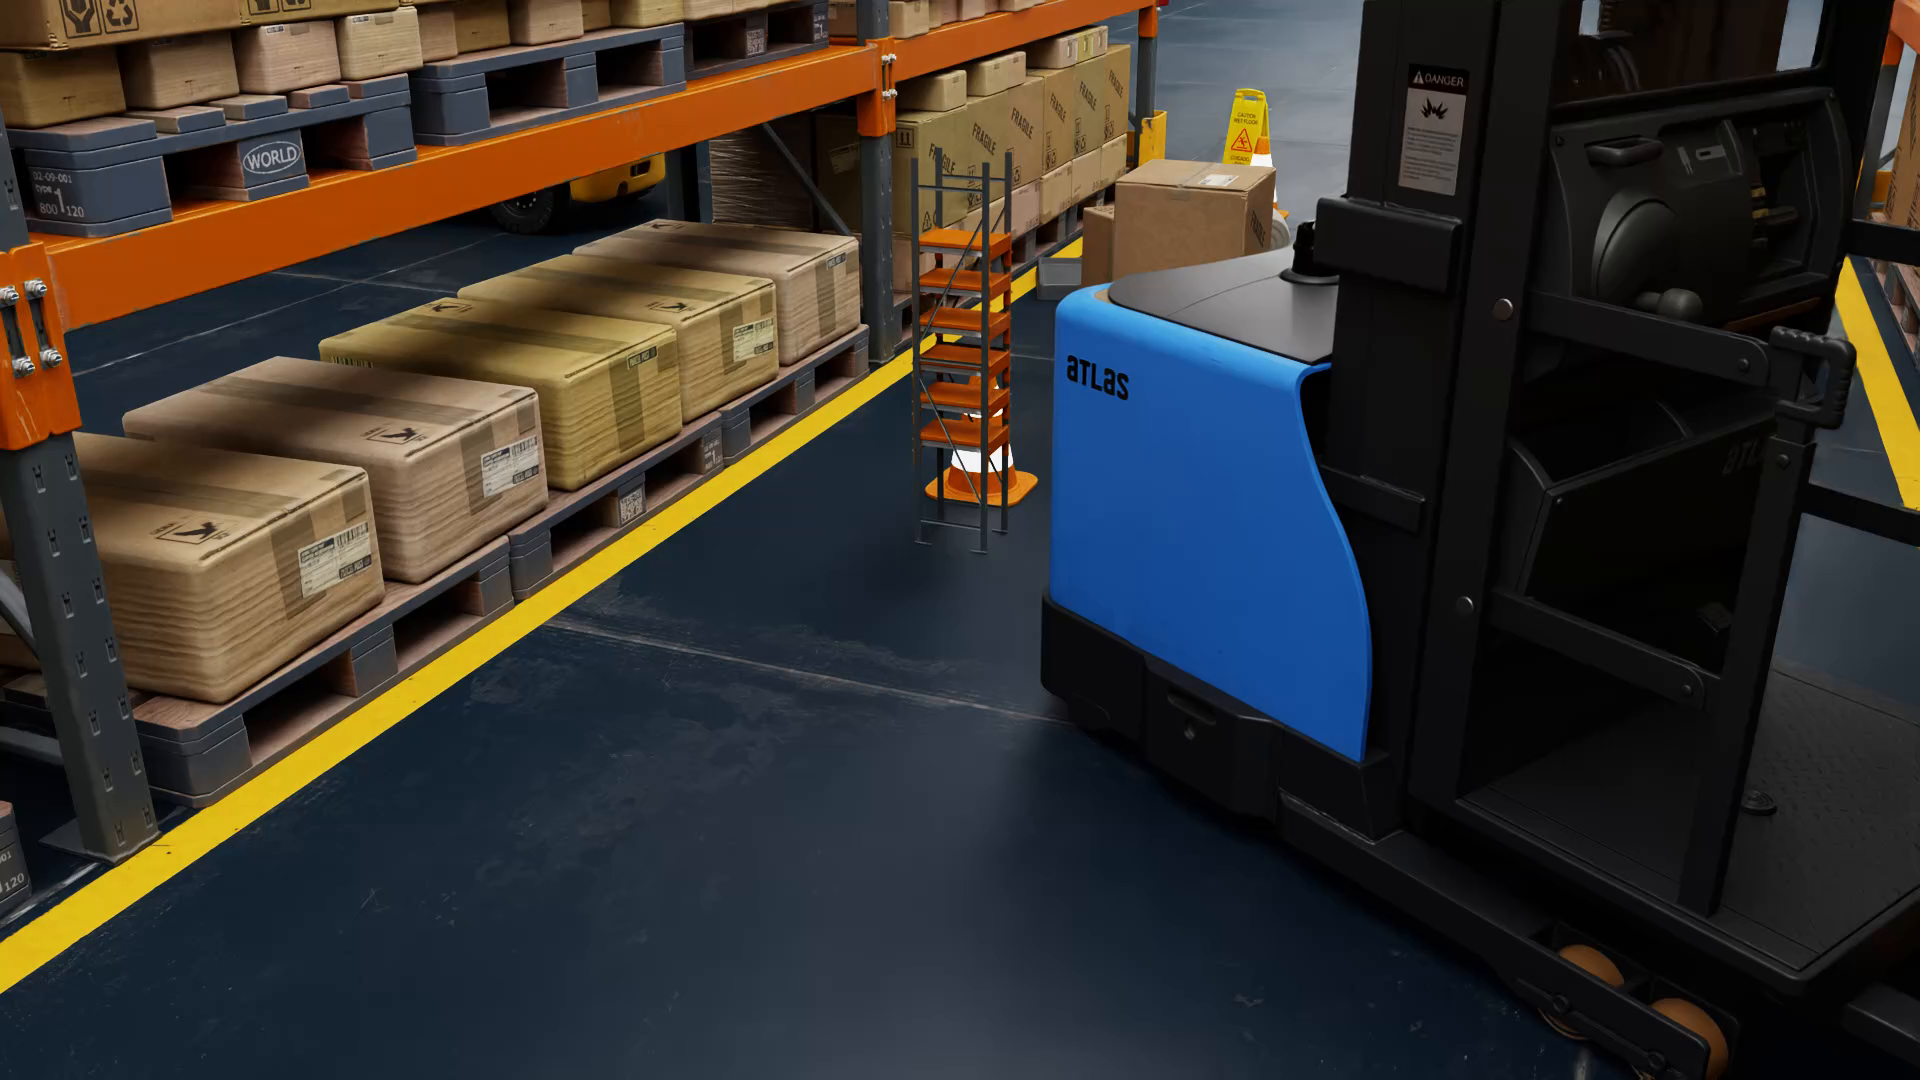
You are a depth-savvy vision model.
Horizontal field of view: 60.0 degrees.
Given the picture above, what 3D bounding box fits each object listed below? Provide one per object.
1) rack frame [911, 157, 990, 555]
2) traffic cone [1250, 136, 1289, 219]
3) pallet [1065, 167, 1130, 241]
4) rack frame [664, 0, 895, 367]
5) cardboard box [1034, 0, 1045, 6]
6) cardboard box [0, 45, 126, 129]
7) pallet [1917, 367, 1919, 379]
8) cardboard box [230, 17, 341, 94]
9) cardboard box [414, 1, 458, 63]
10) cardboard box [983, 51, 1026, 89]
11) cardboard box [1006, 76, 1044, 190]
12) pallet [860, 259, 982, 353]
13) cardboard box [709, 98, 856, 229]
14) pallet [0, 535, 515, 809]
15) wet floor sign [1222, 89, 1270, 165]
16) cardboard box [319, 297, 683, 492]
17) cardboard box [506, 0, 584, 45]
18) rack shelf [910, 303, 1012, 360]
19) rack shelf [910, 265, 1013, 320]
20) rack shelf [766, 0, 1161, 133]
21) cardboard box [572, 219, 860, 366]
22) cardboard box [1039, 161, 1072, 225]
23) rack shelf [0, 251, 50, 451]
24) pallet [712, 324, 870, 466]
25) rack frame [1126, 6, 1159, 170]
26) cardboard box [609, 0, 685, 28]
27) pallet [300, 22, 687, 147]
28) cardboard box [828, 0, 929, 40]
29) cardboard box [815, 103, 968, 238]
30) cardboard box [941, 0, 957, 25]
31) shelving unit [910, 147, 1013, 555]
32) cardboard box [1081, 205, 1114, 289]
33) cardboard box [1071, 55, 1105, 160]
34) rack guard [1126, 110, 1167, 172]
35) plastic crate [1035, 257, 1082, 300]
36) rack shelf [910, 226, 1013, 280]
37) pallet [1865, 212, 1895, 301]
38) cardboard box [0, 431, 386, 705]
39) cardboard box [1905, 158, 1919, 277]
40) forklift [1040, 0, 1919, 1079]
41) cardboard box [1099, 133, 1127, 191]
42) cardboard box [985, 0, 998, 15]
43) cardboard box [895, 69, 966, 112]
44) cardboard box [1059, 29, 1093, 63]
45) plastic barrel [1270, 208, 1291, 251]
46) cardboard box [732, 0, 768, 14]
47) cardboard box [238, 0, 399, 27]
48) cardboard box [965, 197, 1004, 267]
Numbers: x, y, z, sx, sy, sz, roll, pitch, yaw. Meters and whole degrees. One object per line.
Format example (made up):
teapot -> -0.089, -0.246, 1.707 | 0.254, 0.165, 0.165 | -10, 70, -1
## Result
rack frame -> -0.029, -0.526, 4.953 | 0.240, 1.200, 0.006 | 9, 24, 20
traffic cone -> 1.759, -2.129, 9.747 | 0.336, 0.463, 0.334 | 9, 24, 20
pallet -> 0.358, -2.039, 9.857 | 1.003, 0.211, 1.213 | 9, 24, 20
rack frame -> -0.765, -2.207, 6.641 | 1.000, 3.000, 0.127 | 9, 24, 20
cardboard box -> 0.202, -2.708, 8.168 | 0.380, 0.149, 0.250 | 9, 24, 20
cardboard box -> -1.957, -0.943, 3.397 | 0.380, 0.149, 0.250 | 7, 24, 17
pallet -> 4.224, -0.508, 6.193 | 1.003, 0.211, 1.213 | 9, 24, 20
cardboard box -> -1.677, -1.131, 3.846 | 0.380, 0.149, 0.250 | 7, 24, 17
cardboard box -> -1.538, -1.323, 4.308 | 0.380, 0.149, 0.250 | 10, 25, 23
cardboard box -> 0.094, -2.267, 7.993 | 0.380, 0.149, 0.250 | 10, 25, 23
cardboard box -> 0.087, -2.029, 8.265 | 0.500, 0.500, 0.500 | 10, 25, 23
pallet -> -0.548, -1.165, 7.766 | 1.003, 0.211, 1.213 | 9, 24, 20
cardboard box -> -0.794, -1.728, 7.545 | 0.500, 0.500, 0.500 | 8, 24, 19
pallet -> -1.959, 0.232, 4.421 | 1.003, 0.211, 1.213 | 9, 24, 20
wet floor sign -> 1.785, -2.467, 10.318 | 0.267, 0.644, 0.232 | 19, 29, 38
cardboard box -> -1.478, -0.493, 5.403 | 0.950, 0.372, 0.625 | 10, 25, 22
cardboard box -> -1.312, -1.514, 4.765 | 0.380, 0.149, 0.250 | 10, 25, 22
rack shelf -> 0.005, -0.629, 5.002 | 0.258, 0.103, 0.180 | 9, 24, 20
rack shelf -> 0.005, -0.739, 4.956 | 0.258, 0.103, 0.180 | 9, 24, 20
rack shelf -> -0.022, -2.591, 8.493 | 1.077, 0.370, 4.000 | 9, 24, 20
cardboard box -> -0.957, -1.000, 6.617 | 0.950, 0.372, 0.625 | 9, 24, 21
cardboard box -> 0.282, -1.863, 8.841 | 0.500, 0.250, 0.500 | 8, 24, 18
rack shelf -> -2.993, 0.272, 1.640 | 1.077, 0.370, 4.000 | 9, 24, 20
pallet -> -1.053, -0.641, 6.511 | 1.003, 0.211, 1.213 | 9, 24, 20
rack frame -> 0.721, -3.638, 10.068 | 1.000, 3.000, 0.127 | 9, 24, 20
cardboard box -> -1.092, -1.698, 5.204 | 0.380, 0.149, 0.250 | 9, 24, 20
pallet -> -1.553, -1.401, 4.961 | 1.003, 0.211, 1.213 | 9, 24, 20
cardboard box -> -0.350, -2.158, 6.850 | 0.380, 0.149, 0.250 | 9, 24, 20
cardboard box -> -0.295, -1.650, 7.359 | 0.500, 0.500, 0.500 | 10, 25, 23
cardboard box -> -0.234, -2.355, 7.322 | 0.380, 0.149, 0.250 | 9, 24, 20
shelving unit -> 0.005, -0.559, 5.031 | 0.258, 1.200, 0.189 | 9, 24, 20
cardboard box -> 0.897, -1.243, 7.574 | 0.500, 0.500, 0.500 | -12, 25, -26
cardboard box -> 0.475, -2.398, 9.149 | 0.500, 0.500, 0.500 | 10, 25, 22
rack guard -> 0.693, -2.458, 10.485 | 1.175, 0.500, 0.348 | 9, 24, 20
plastic crate -> 0.580, -1.304, 8.268 | 0.402, 0.080, 0.583 | 1, 23, 2
rack shelf -> 0.005, -0.850, 4.910 | 0.258, 0.103, 0.180 | 9, 24, 20
pallet -> 5.130, -1.382, 8.284 | 1.003, 0.211, 1.213 | 9, 24, 20
cardboard box -> -2.031, 0.043, 4.121 | 0.950, 0.372, 0.625 | 7, 24, 16
cardboard box -> 4.839, -1.612, 7.429 | 0.875, 0.875, 0.875 | 8, 24, 19
forklift -> 1.487, -0.591, 2.863 | 1.130, 2.935, 3.031 | -16, 28, -33
cardboard box -> 0.662, -2.227, 9.712 | 0.500, 0.250, 0.500 | 9, 24, 20
cardboard box -> -0.040, -2.538, 7.761 | 0.380, 0.149, 0.250 | 9, 24, 20
cardboard box -> -0.193, -1.986, 7.320 | 0.380, 0.149, 0.250 | 9, 24, 21
cardboard box -> 0.495, -2.654, 8.920 | 0.380, 0.149, 0.250 | 9, 24, 21
plastic barrel -> 1.359, -1.494, 8.276 | 0.421, 0.421, 0.512 | -12, 25, -26
cardboard box -> -0.876, -1.872, 5.620 | 0.380, 0.149, 0.250 | 8, 24, 19
cardboard box -> -1.682, -1.468, 3.812 | 0.500, 0.500, 0.500 | 10, 25, 23
cardboard box -> -0.107, -1.497, 7.965 | 0.500, 0.250, 0.500 | 10, 25, 23
